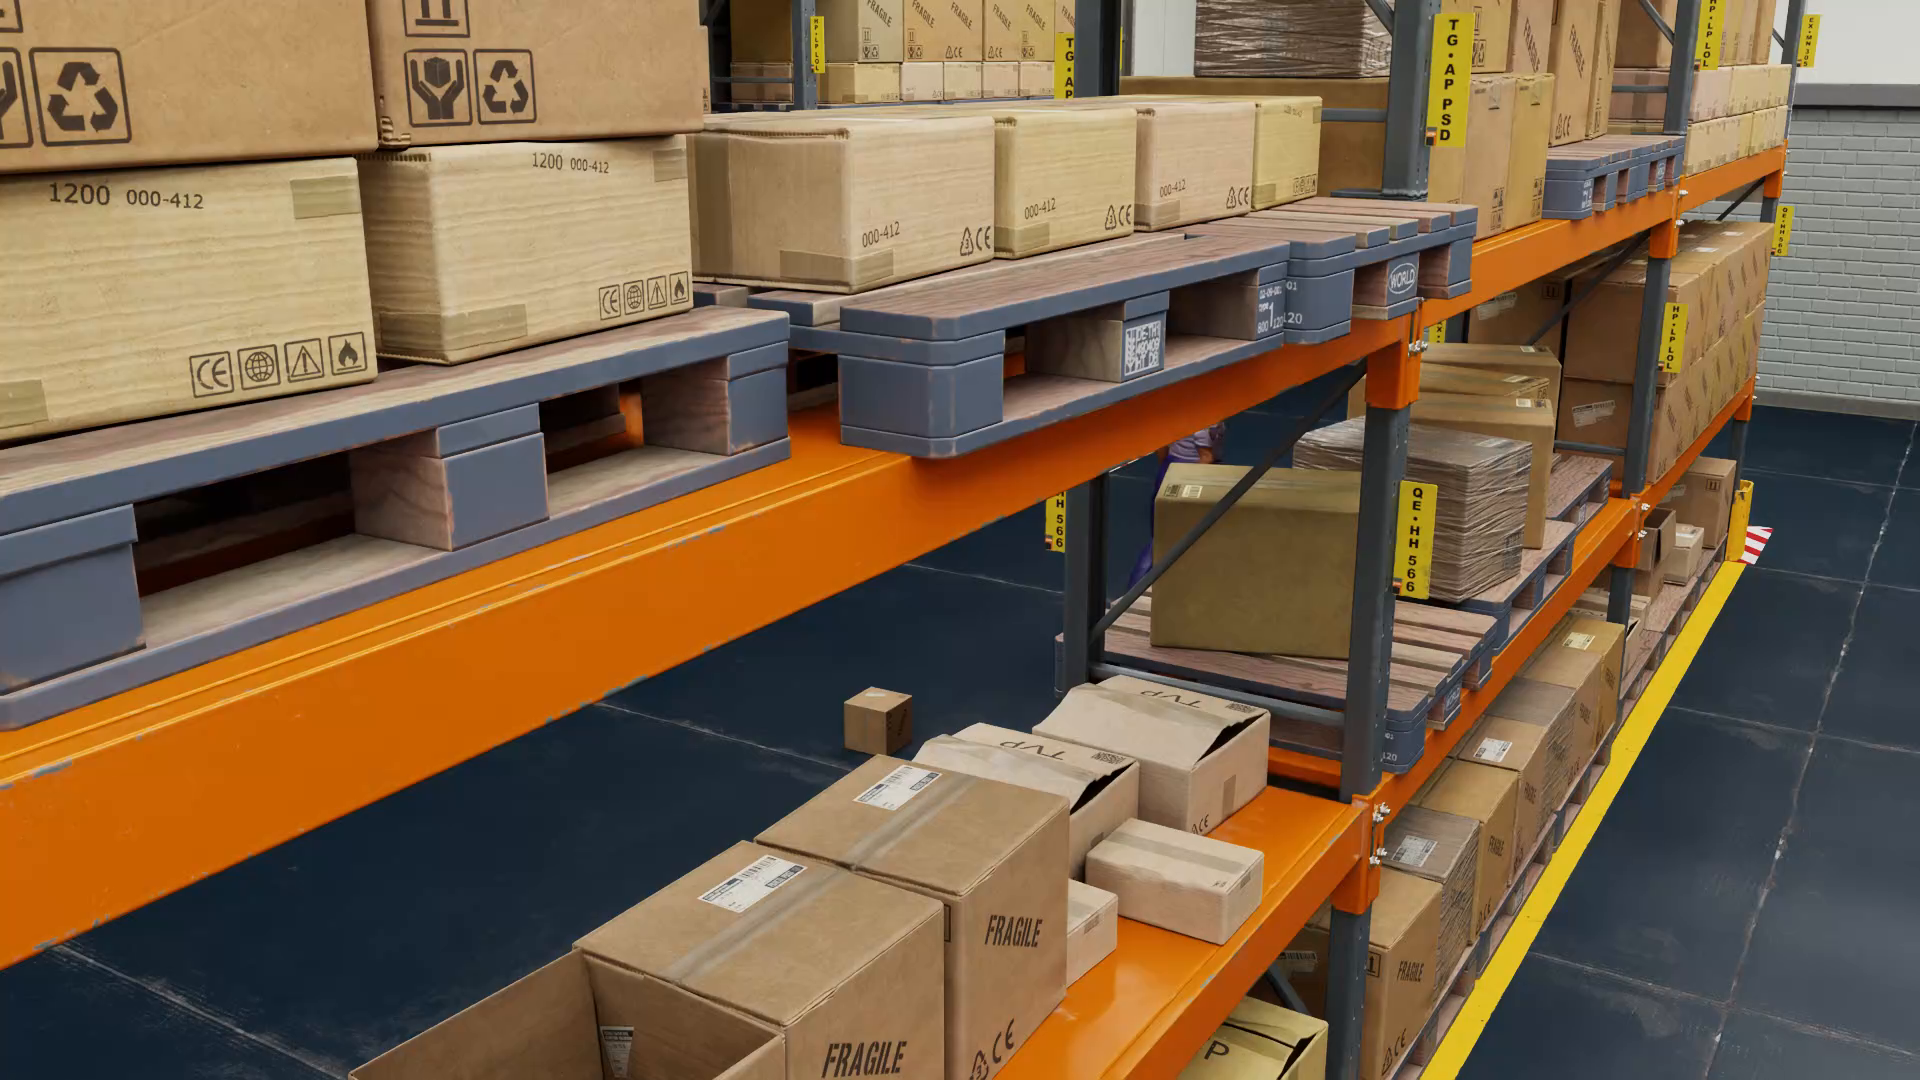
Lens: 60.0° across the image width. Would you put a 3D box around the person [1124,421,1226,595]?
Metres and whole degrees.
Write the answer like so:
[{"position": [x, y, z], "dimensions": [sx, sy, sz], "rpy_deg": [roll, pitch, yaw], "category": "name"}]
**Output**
[{"position": [1.390, -0.349, 10.234], "dimensions": [0.488, 1.600, 0.941], "rpy_deg": [15, 22, 41], "category": "person"}]
